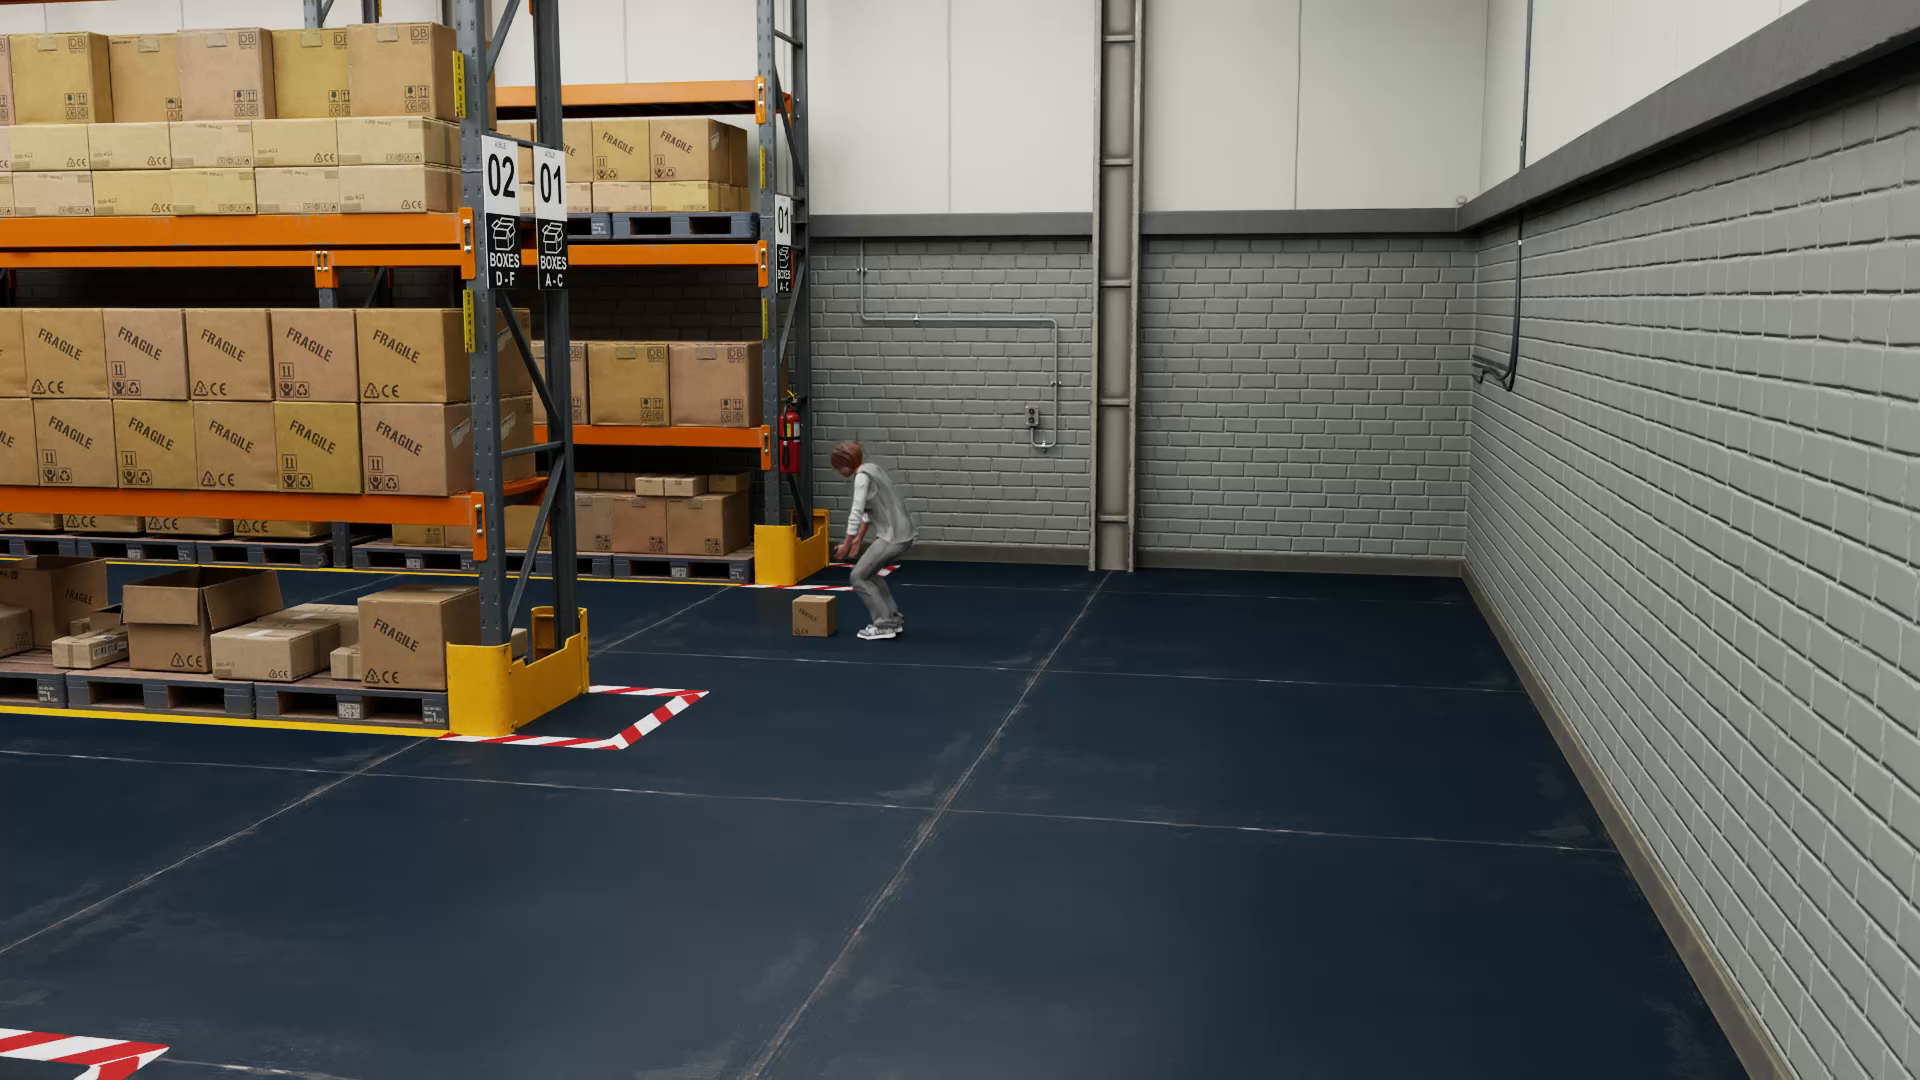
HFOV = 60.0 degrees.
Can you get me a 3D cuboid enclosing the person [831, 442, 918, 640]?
[{"bbox_3d":[-0.604,0.012,11.636,0.602,1.361,0.460,2,8,12],"label":"person"}]
